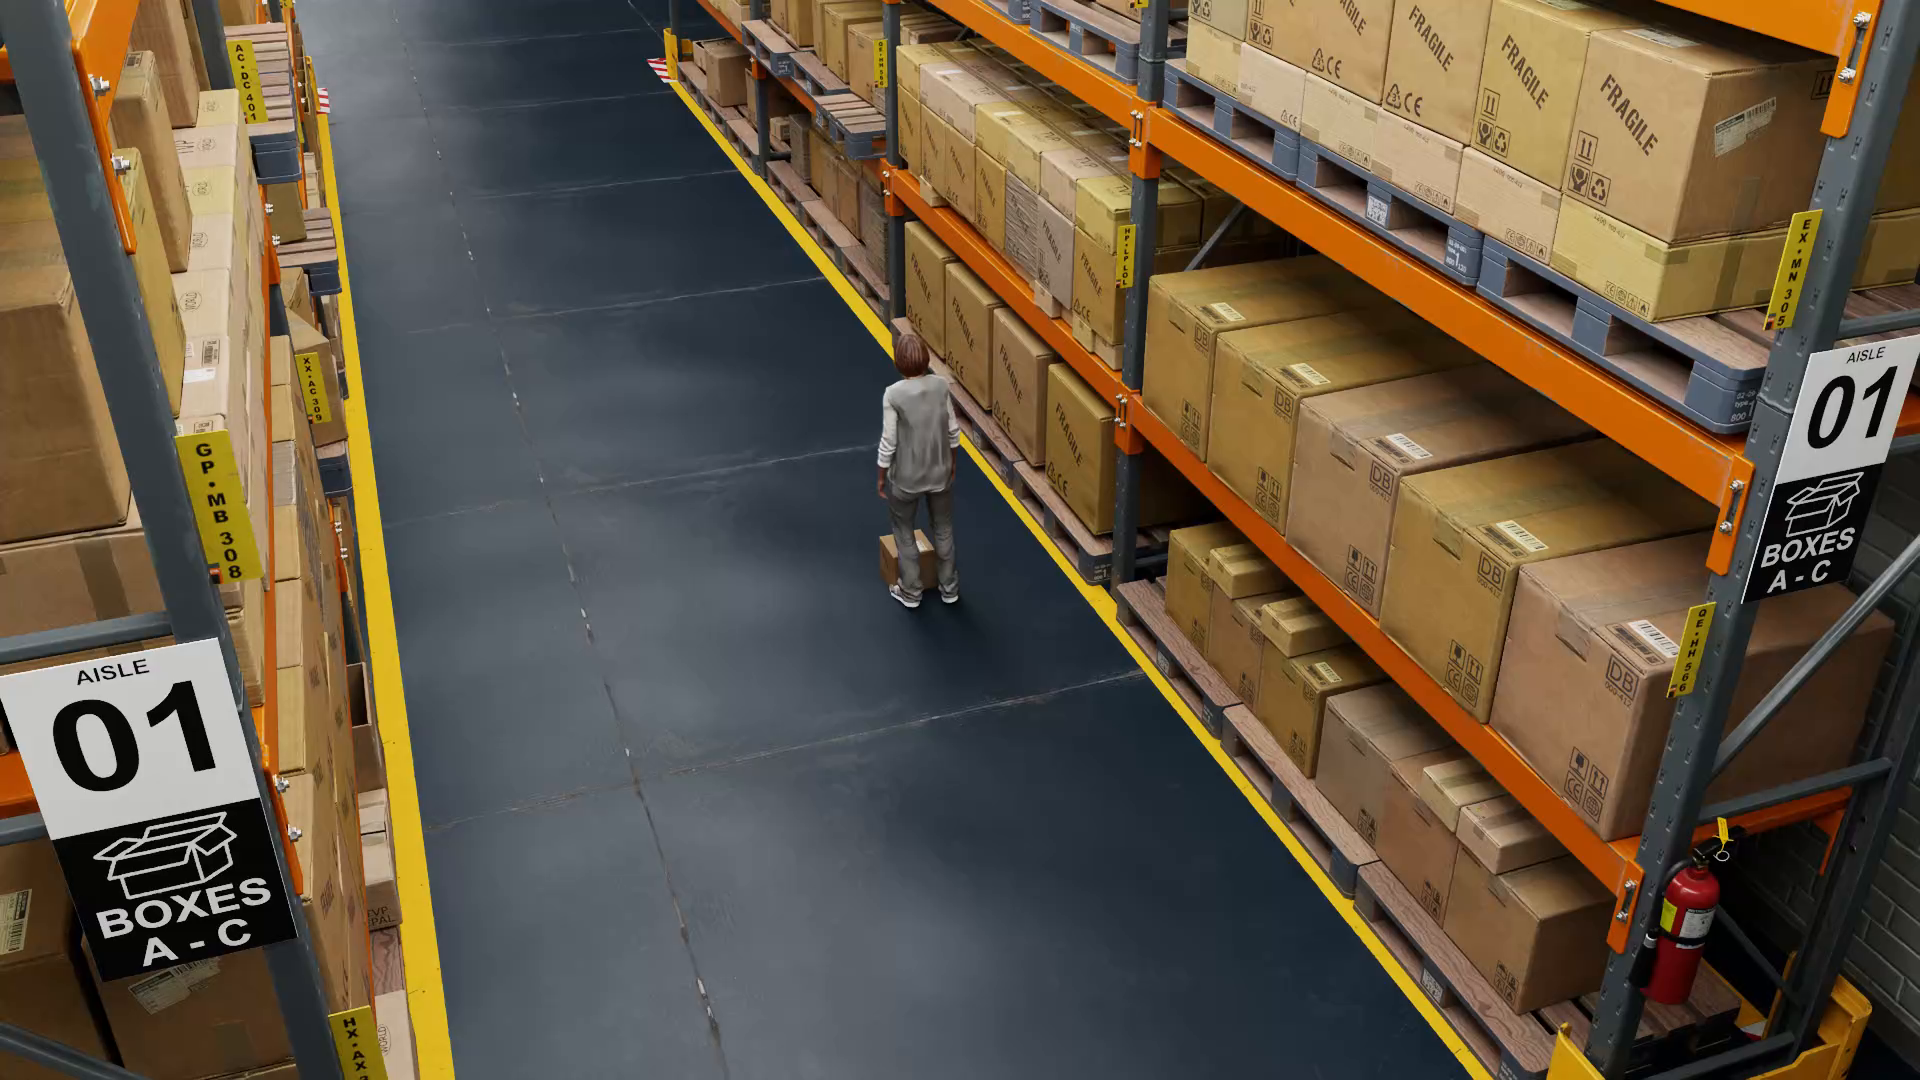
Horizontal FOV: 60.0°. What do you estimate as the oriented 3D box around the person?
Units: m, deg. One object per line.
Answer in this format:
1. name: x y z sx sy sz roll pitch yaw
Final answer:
1. person: -0.220 -0.351 8.944 0.485 1.594 0.371 -12 32 -20
